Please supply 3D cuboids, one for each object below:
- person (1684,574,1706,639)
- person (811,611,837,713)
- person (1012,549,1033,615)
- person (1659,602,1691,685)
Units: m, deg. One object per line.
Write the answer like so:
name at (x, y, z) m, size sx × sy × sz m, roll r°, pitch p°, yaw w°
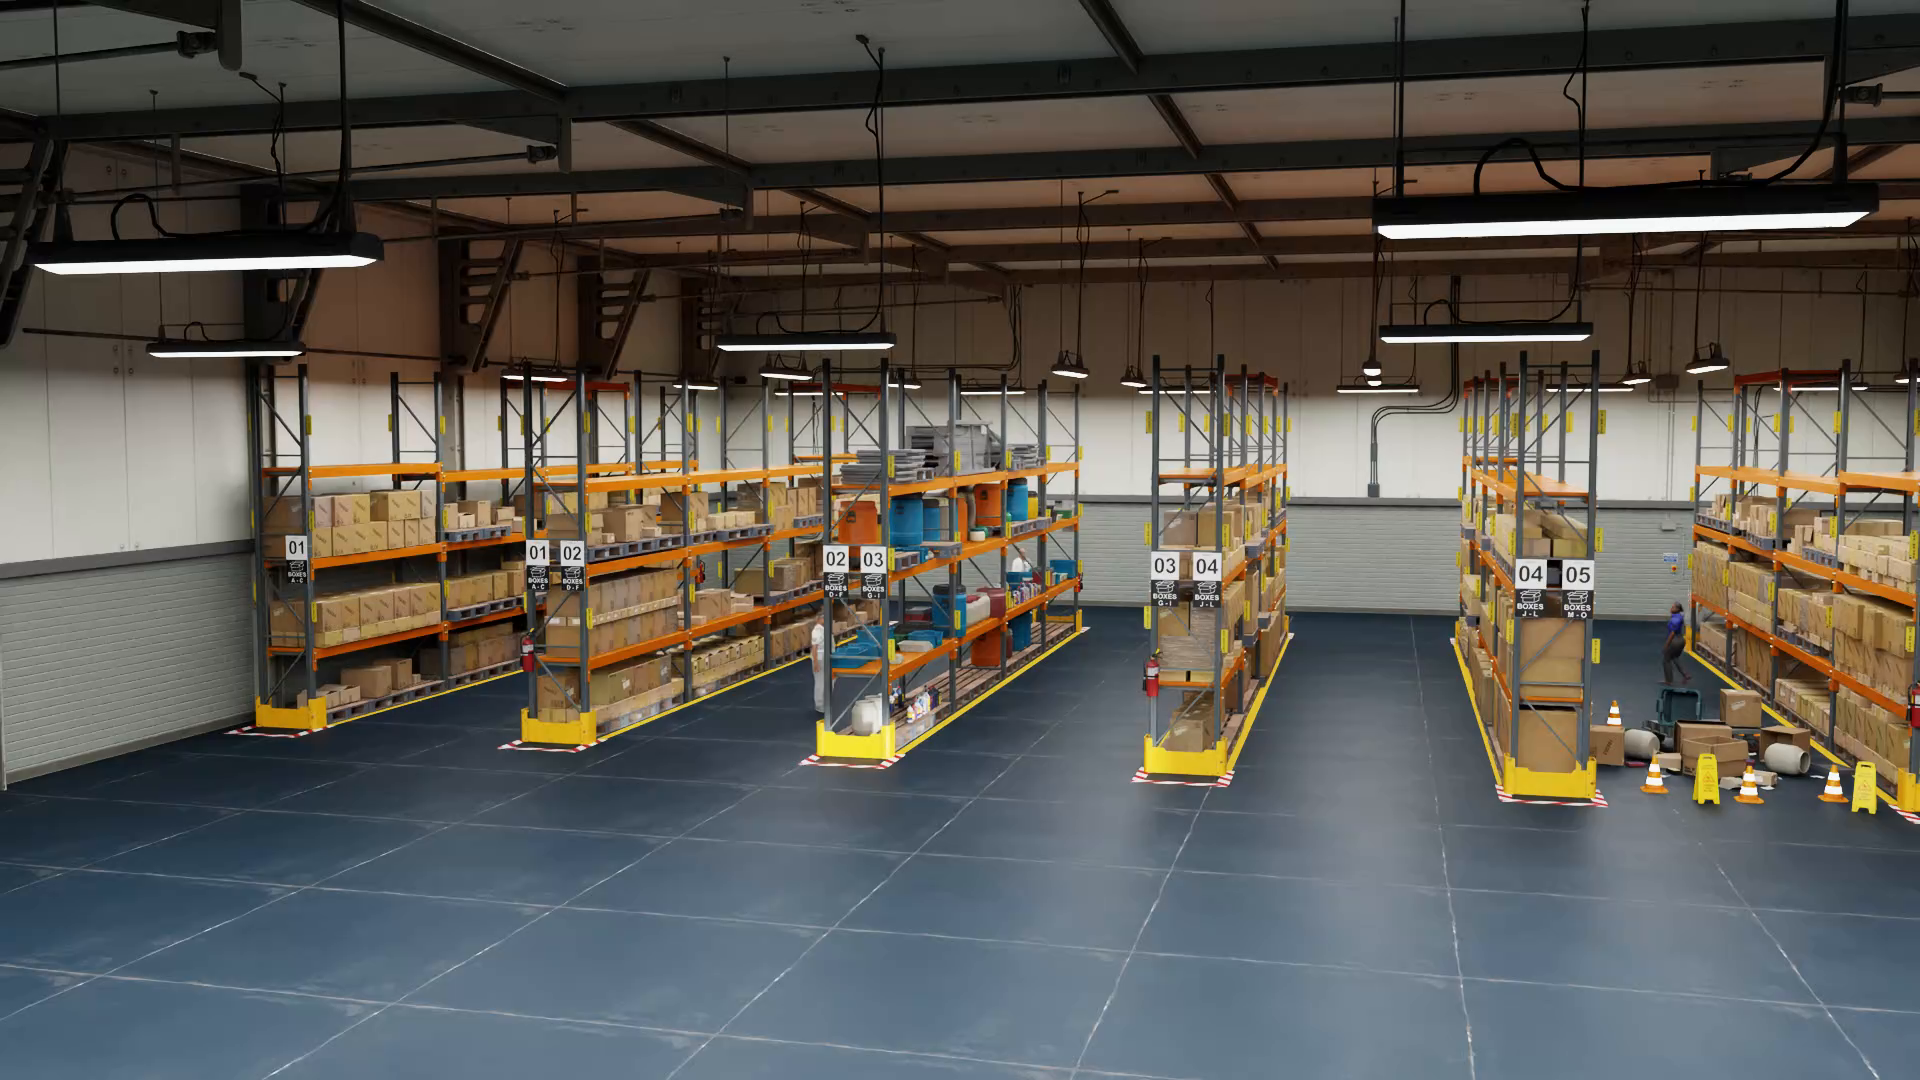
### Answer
person at (17.110, 1.518, 38.495) m, size 0.777 × 1.623 × 0.500 m, roll 1°, pitch 4°, yaw 8°
person at (-2.403, 2.158, 29.181) m, size 0.405 × 1.858 × 0.615 m, roll 2°, pitch 4°, yaw 24°
person at (1.614, 1.096, 43.797) m, size 0.633 × 1.747 × 0.860 m, roll -3°, pitch 5°, yaw -39°
person at (13.748, 1.991, 32.010) m, size 0.553 × 1.637 × 0.562 m, roll -3°, pitch 5°, yaw -40°
